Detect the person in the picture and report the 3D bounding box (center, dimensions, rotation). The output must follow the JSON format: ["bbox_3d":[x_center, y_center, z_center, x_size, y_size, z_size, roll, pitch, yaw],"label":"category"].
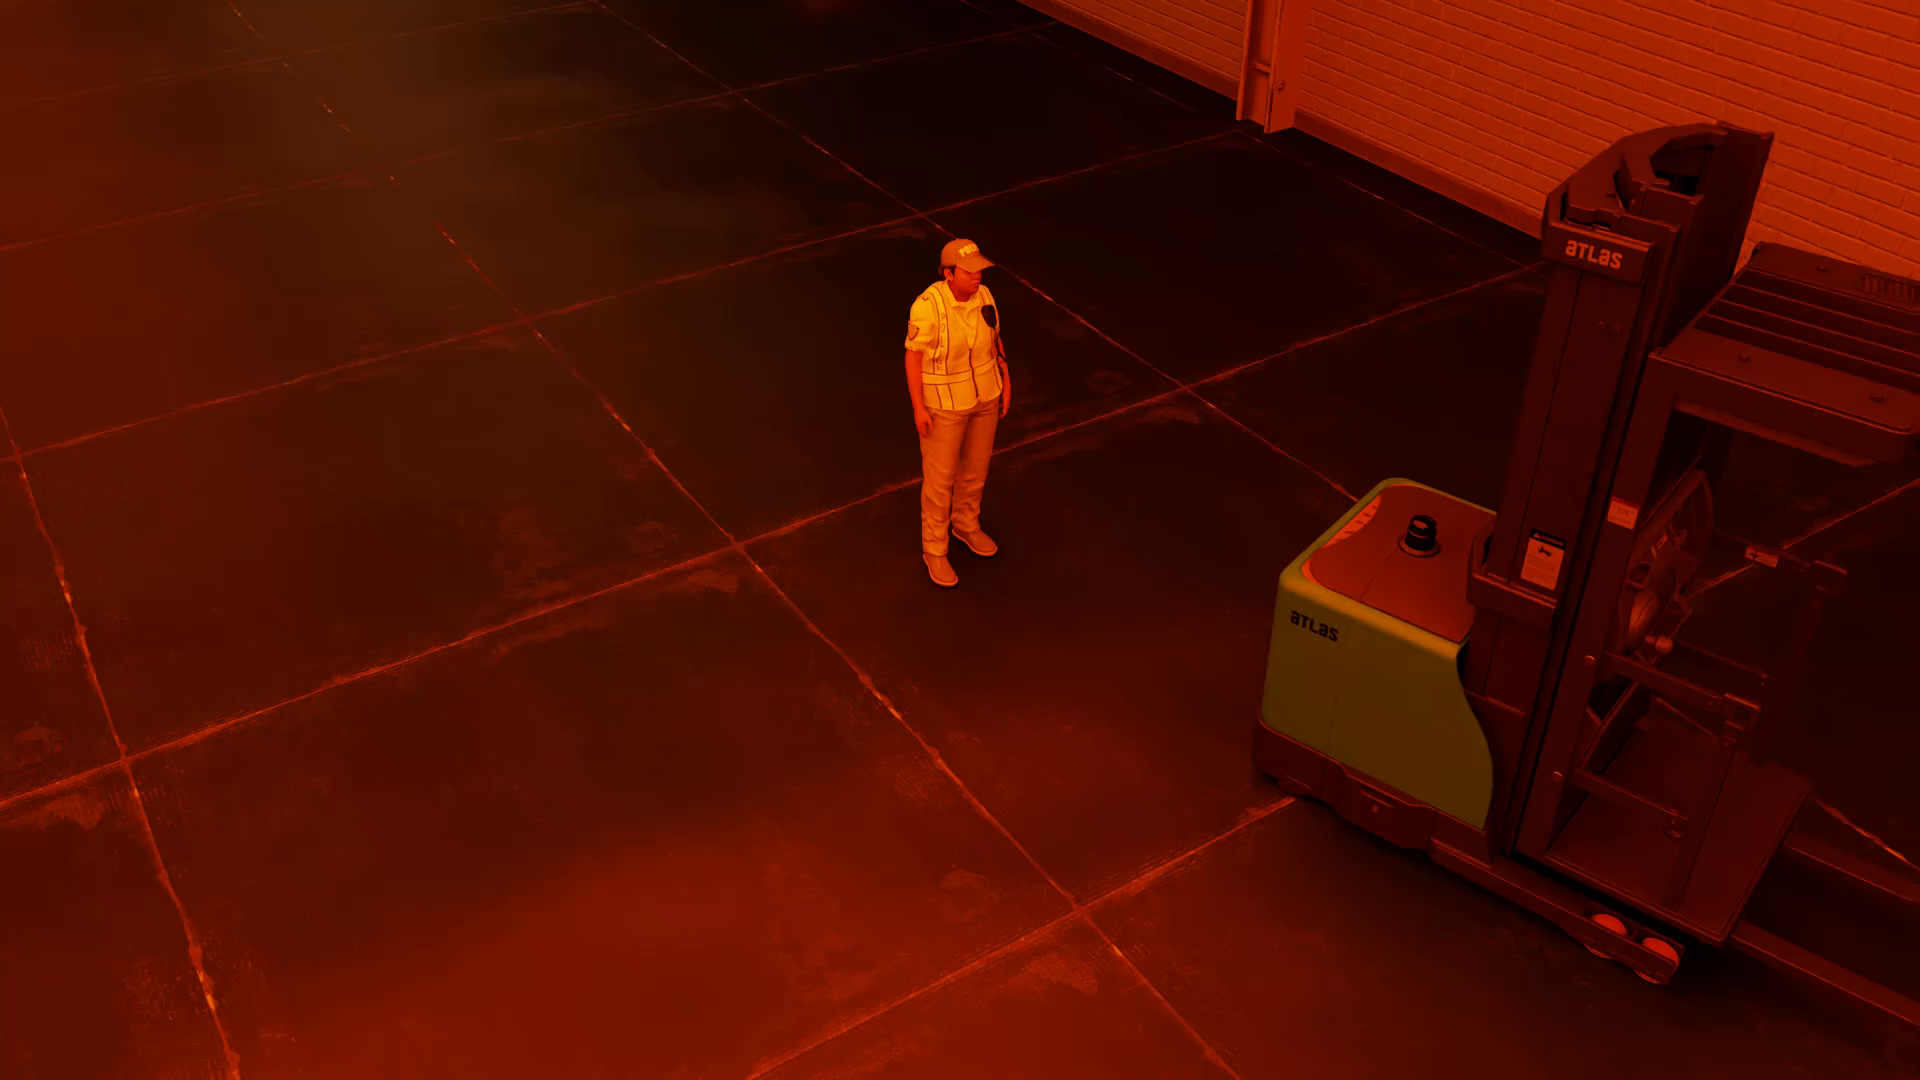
[{"bbox_3d":[0.023,-0.645,8.150,0.598,1.670,0.529,-21,40,-27],"label":"person"}]

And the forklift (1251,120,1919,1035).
[{"bbox_3d":[2.728,0.132,5.959,3.031,2.935,1.130,25,42,31],"label":"forklift"}]
